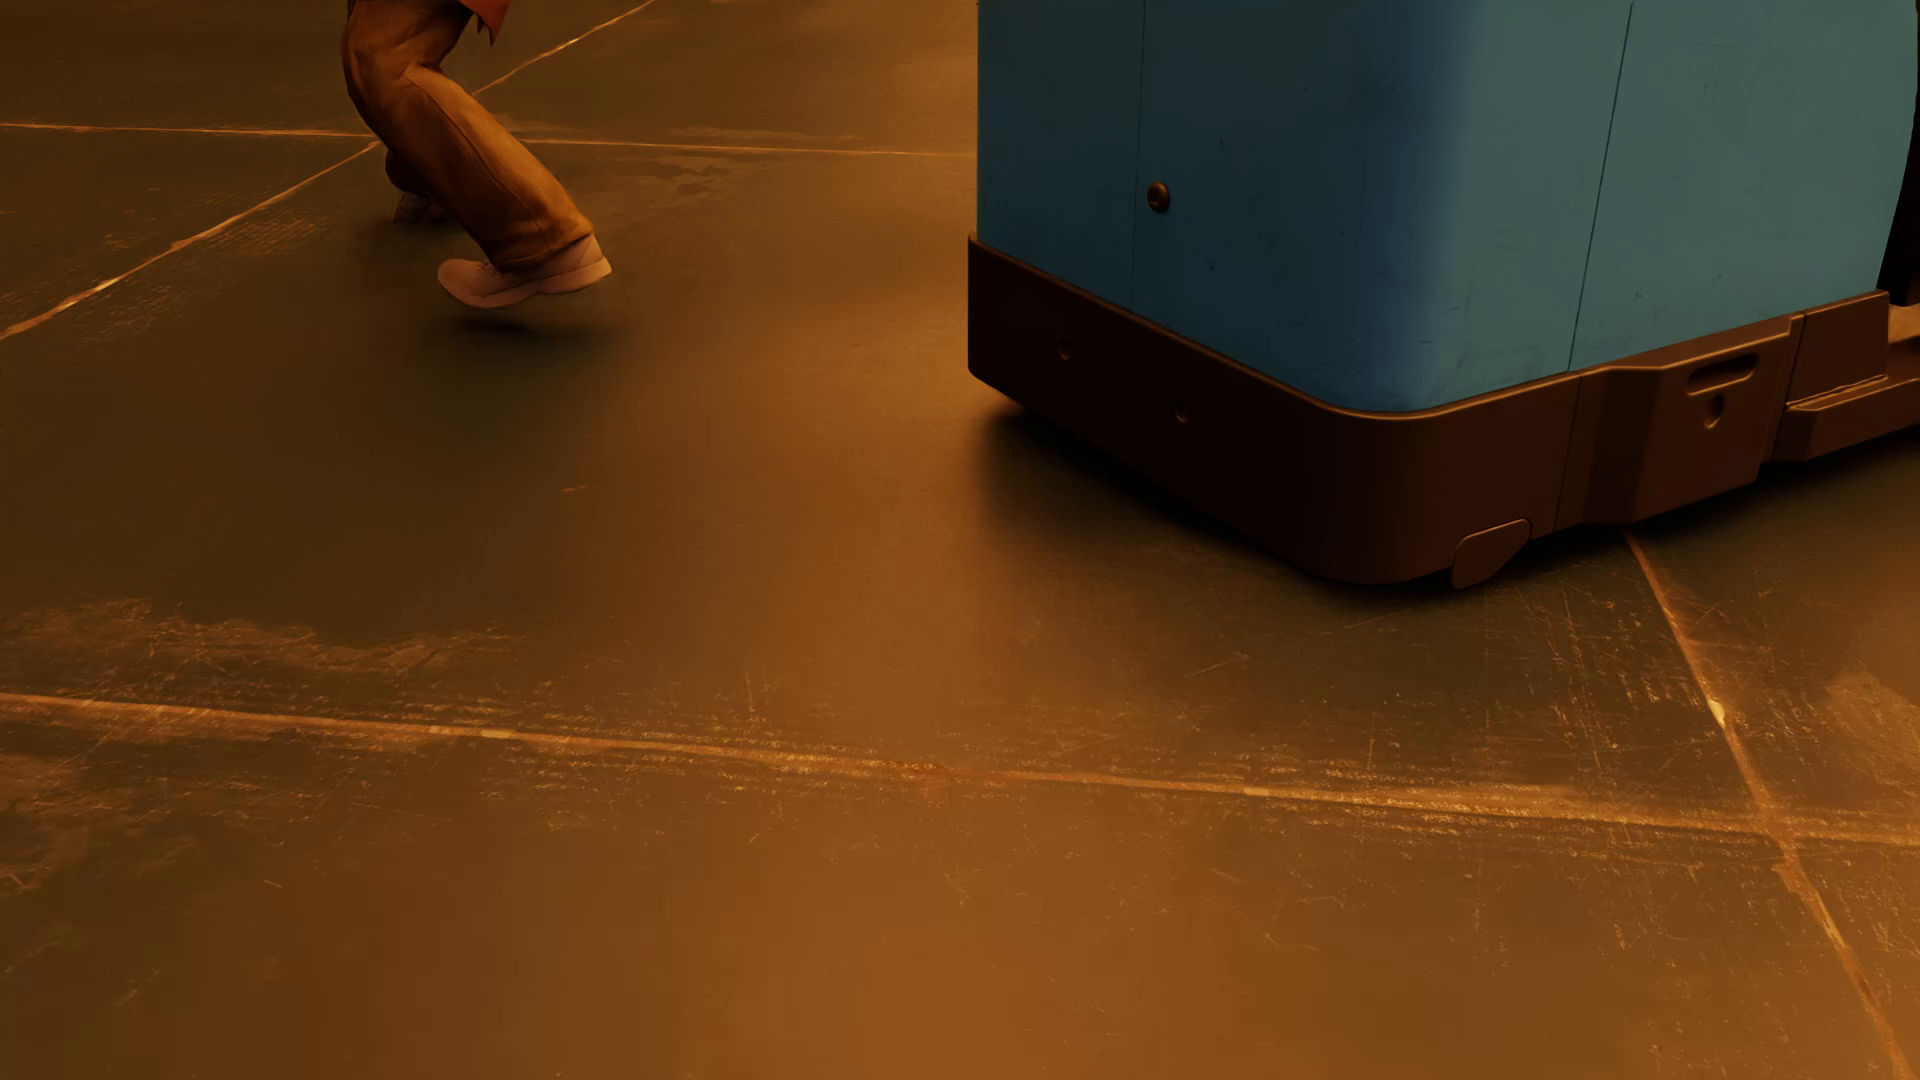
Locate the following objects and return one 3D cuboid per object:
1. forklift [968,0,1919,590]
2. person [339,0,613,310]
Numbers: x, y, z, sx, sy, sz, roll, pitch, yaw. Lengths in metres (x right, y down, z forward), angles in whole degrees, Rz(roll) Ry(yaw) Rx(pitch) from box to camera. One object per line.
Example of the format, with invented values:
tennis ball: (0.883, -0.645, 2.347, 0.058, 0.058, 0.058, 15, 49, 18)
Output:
forklift: (1.542, -1.718, 2.661, 3.031, 2.935, 1.130, -15, 30, -27)
person: (-1.087, -1.279, 3.400, 0.602, 1.739, 1.143, -6, 27, -12)
